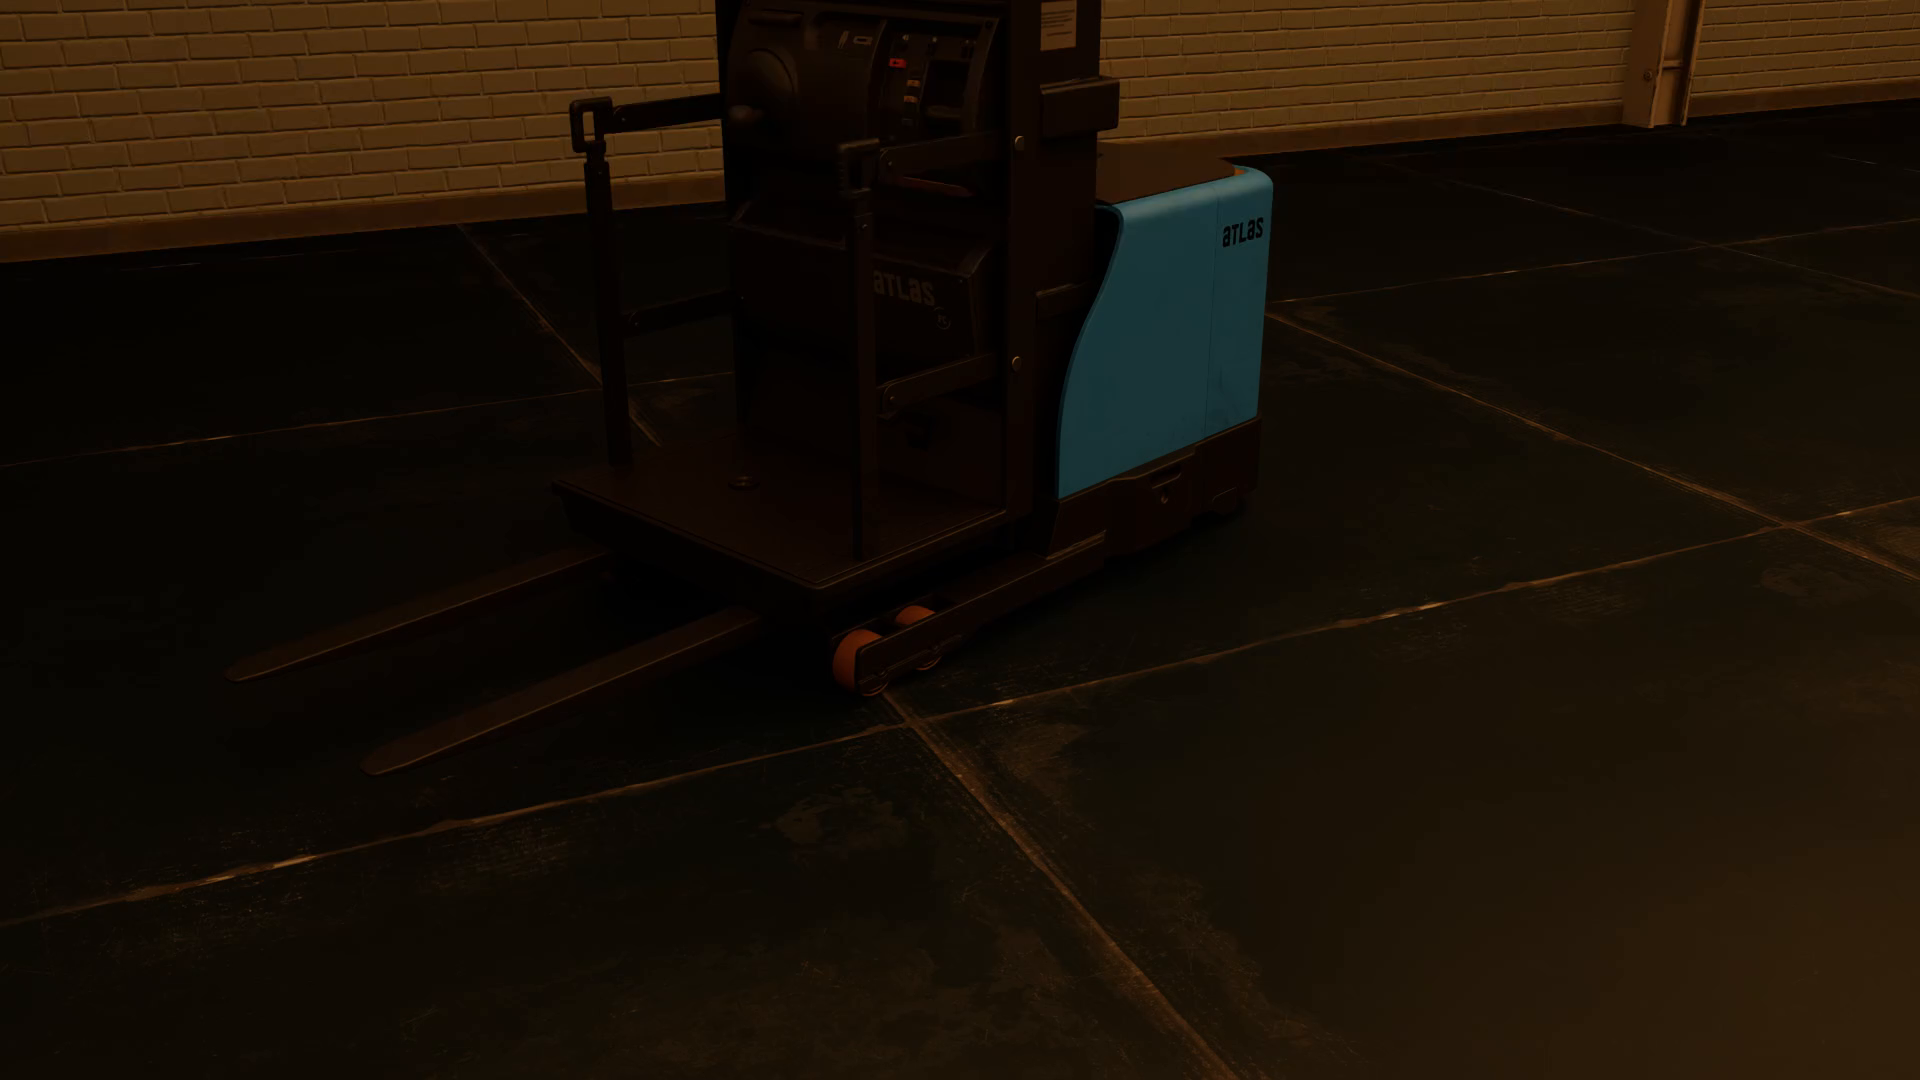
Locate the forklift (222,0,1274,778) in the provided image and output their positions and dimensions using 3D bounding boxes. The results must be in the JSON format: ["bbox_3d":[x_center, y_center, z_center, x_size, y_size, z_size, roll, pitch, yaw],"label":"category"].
[{"bbox_3d":[-0.413,-1.182,4.131,1.130,2.935,3.031,19,29,39],"label":"forklift"}]
